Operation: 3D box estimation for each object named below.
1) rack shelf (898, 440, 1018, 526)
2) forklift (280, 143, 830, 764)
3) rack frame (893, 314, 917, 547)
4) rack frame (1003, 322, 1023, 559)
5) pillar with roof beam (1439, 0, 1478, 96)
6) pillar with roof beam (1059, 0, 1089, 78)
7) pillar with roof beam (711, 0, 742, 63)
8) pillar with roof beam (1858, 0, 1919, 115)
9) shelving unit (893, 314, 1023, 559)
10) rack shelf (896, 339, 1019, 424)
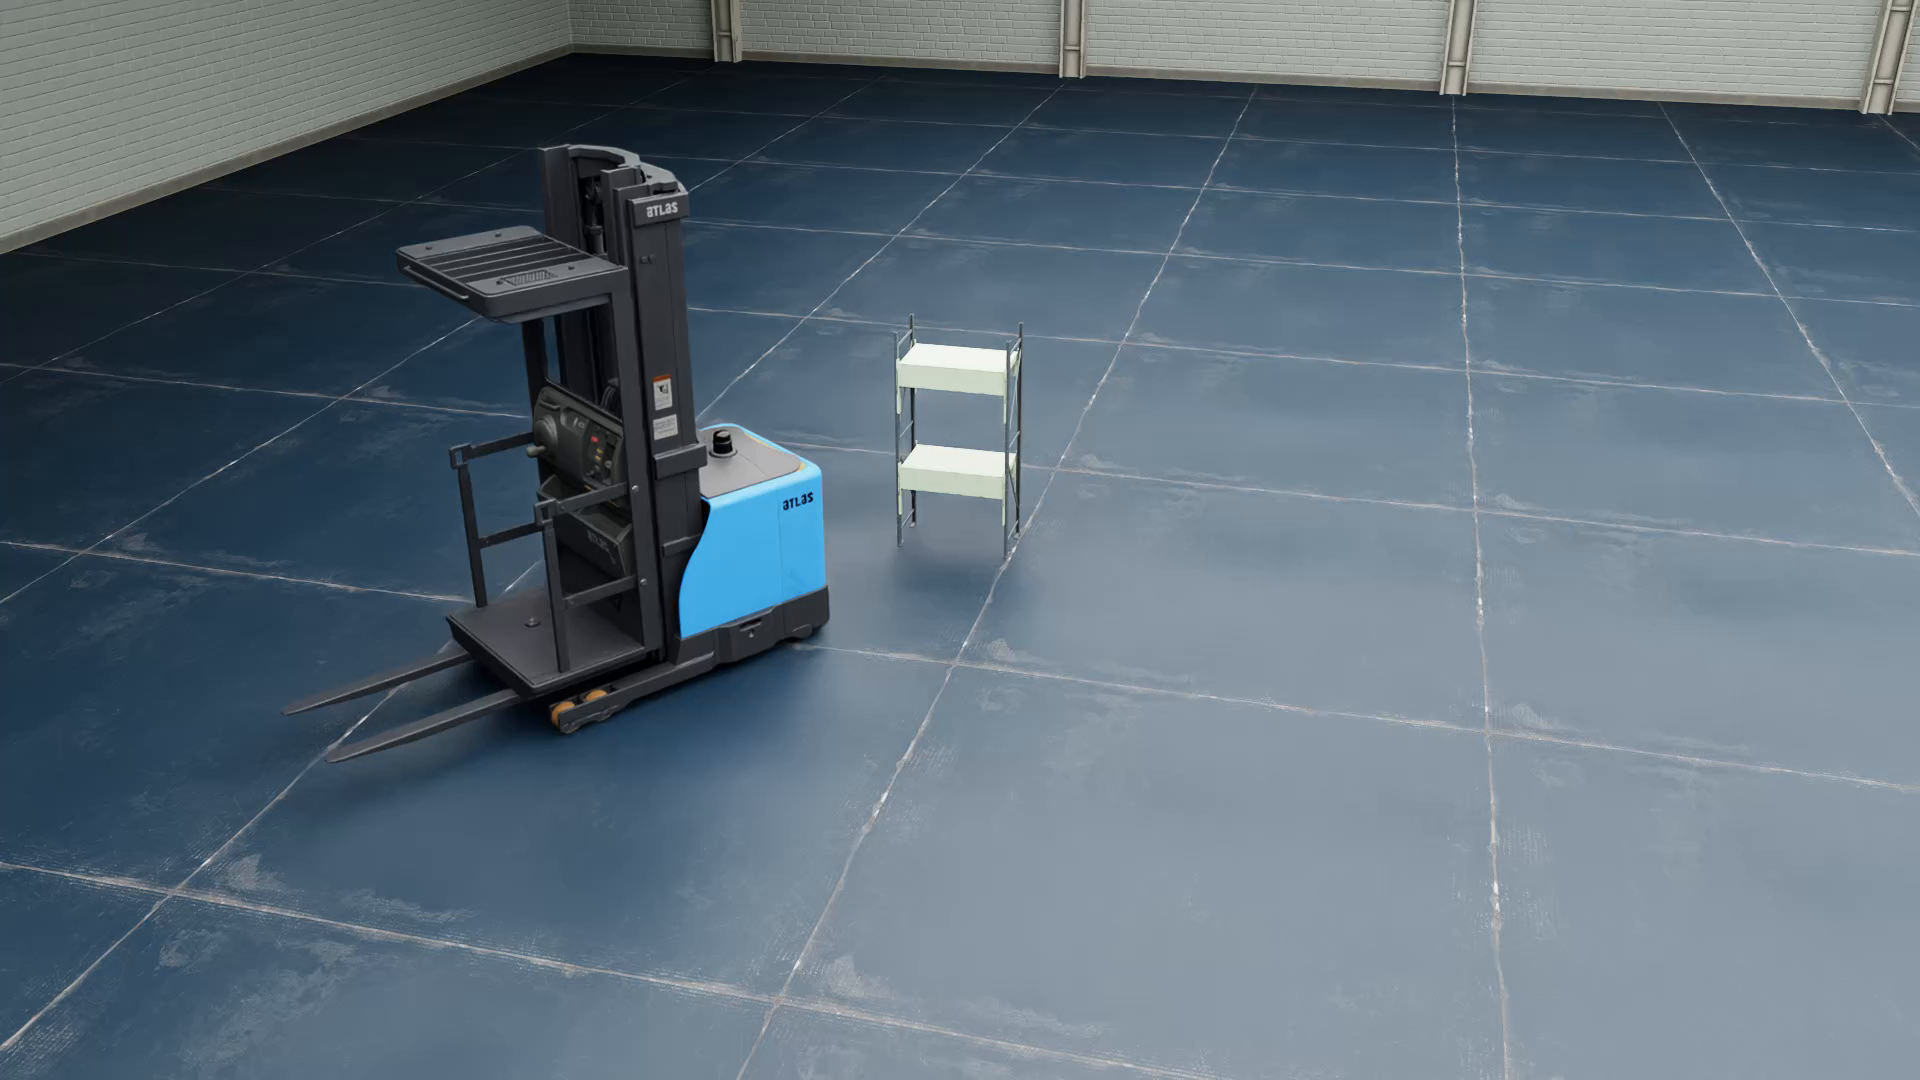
[{"bbox_3d":[-0.006,-0.384,11.069,0.720,0.370,0.431,6,26,13],"label":"rack shelf"},{"bbox_3d":[-2.242,-0.529,8.951,3.031,2.935,1.130,-20,32,-36],"label":"forklift"},{"bbox_3d":[-0.361,-0.717,11.011,0.023,1.500,0.400,6,26,13],"label":"rack frame"},{"bbox_3d":[0.348,-0.639,10.847,0.023,1.500,0.400,6,26,13],"label":"rack frame"},{"bbox_3d":[6.579,-9.210,20.128,0.400,9.000,9.100,6,26,13],"label":"pillar with roof beam"},{"bbox_3d":[0.768,-9.853,21.477,0.400,9.000,9.100,6,26,13],"label":"pillar with roof beam"},{"bbox_3d":[-5.043,-10.495,22.826,0.400,9.000,9.100,6,26,13],"label":"pillar with roof beam"},{"bbox_3d":[12.390,-8.568,18.778,0.400,9.000,9.100,6,26,13],"label":"pillar with roof beam"},{"bbox_3d":[-0.006,-0.678,10.929,0.755,1.500,0.431,6,26,13],"label":"shelving unit"},{"bbox_3d":[-0.006,-1.030,10.761,0.720,0.370,0.431,6,26,13],"label":"rack shelf"}]
